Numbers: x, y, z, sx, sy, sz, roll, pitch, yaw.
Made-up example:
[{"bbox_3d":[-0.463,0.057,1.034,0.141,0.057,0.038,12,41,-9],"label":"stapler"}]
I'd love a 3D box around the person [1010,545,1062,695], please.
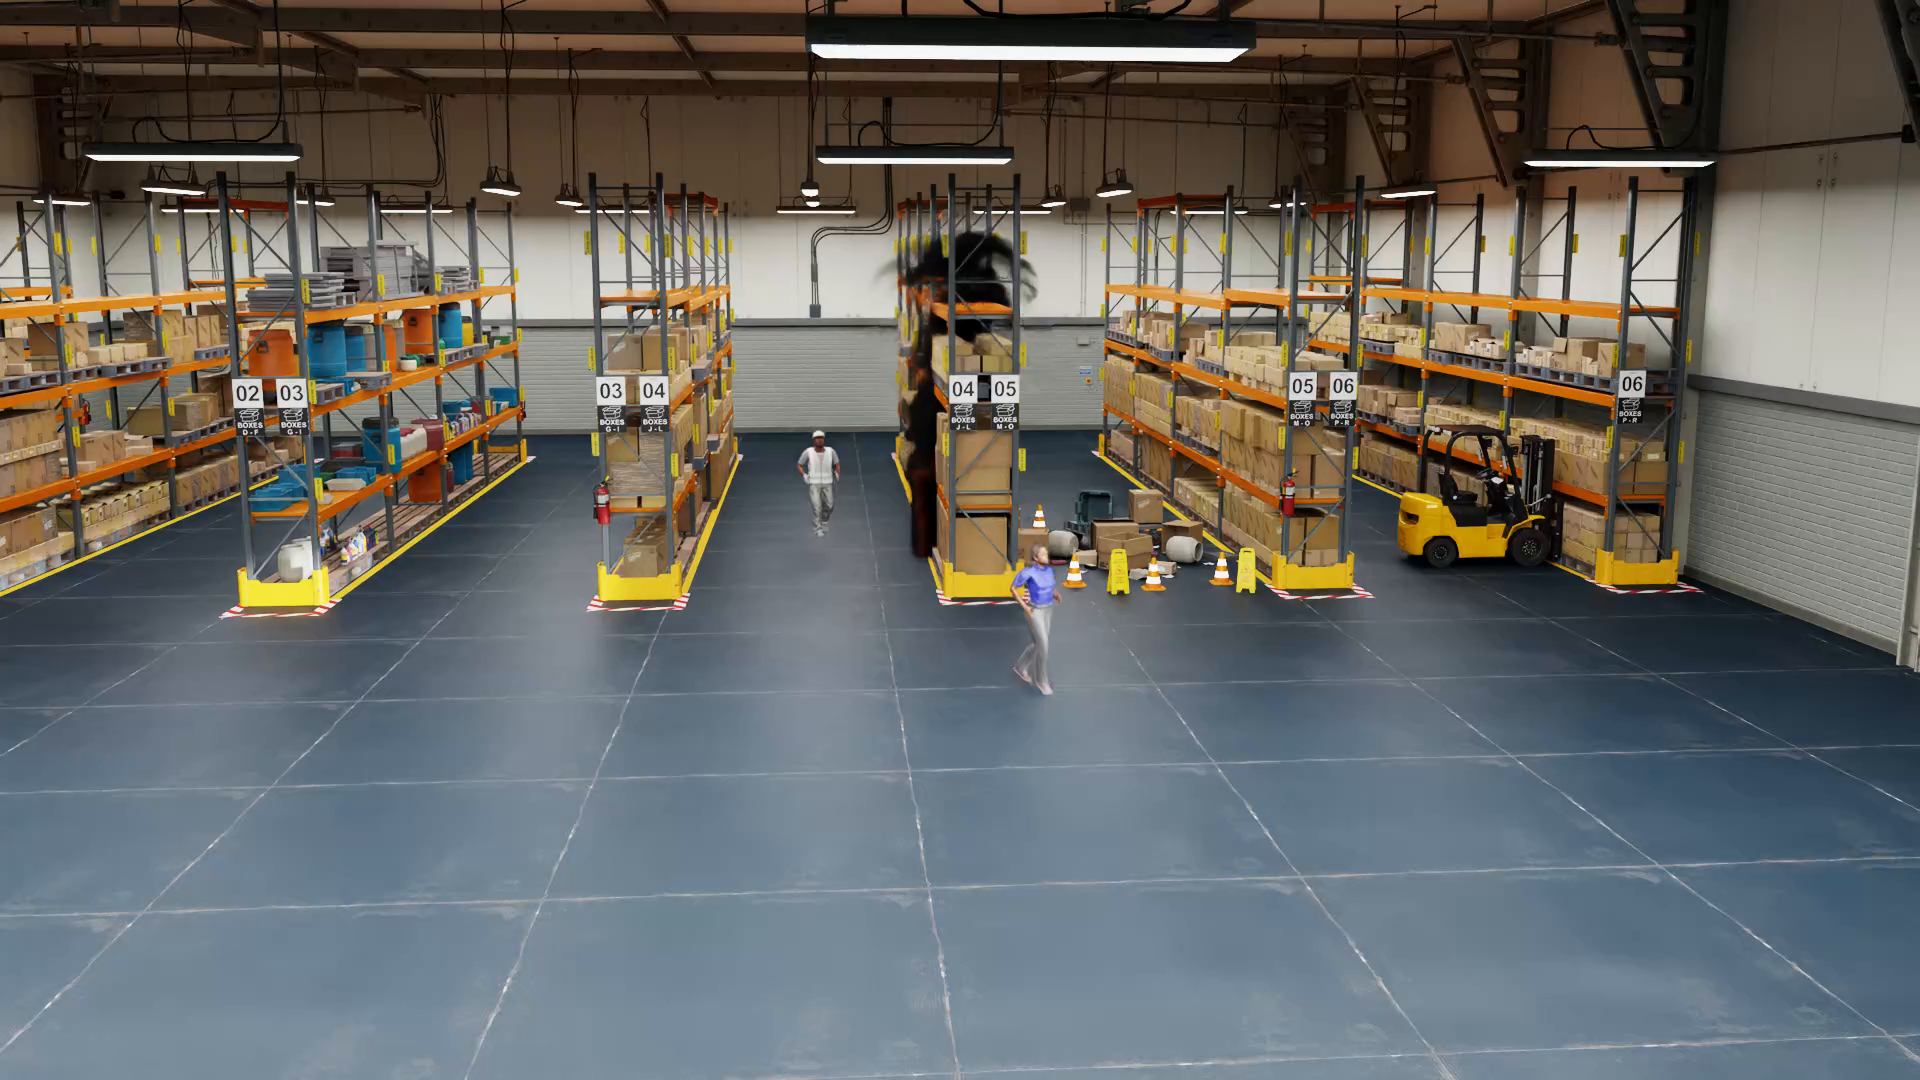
[{"bbox_3d":[0.867,0.904,18.961,0.687,1.734,0.585,8,13,40],"label":"person"}]

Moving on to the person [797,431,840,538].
[{"bbox_3d":[-2.301,-0.922,27.247,0.720,1.743,0.578,-3,10,-15],"label":"person"}]
